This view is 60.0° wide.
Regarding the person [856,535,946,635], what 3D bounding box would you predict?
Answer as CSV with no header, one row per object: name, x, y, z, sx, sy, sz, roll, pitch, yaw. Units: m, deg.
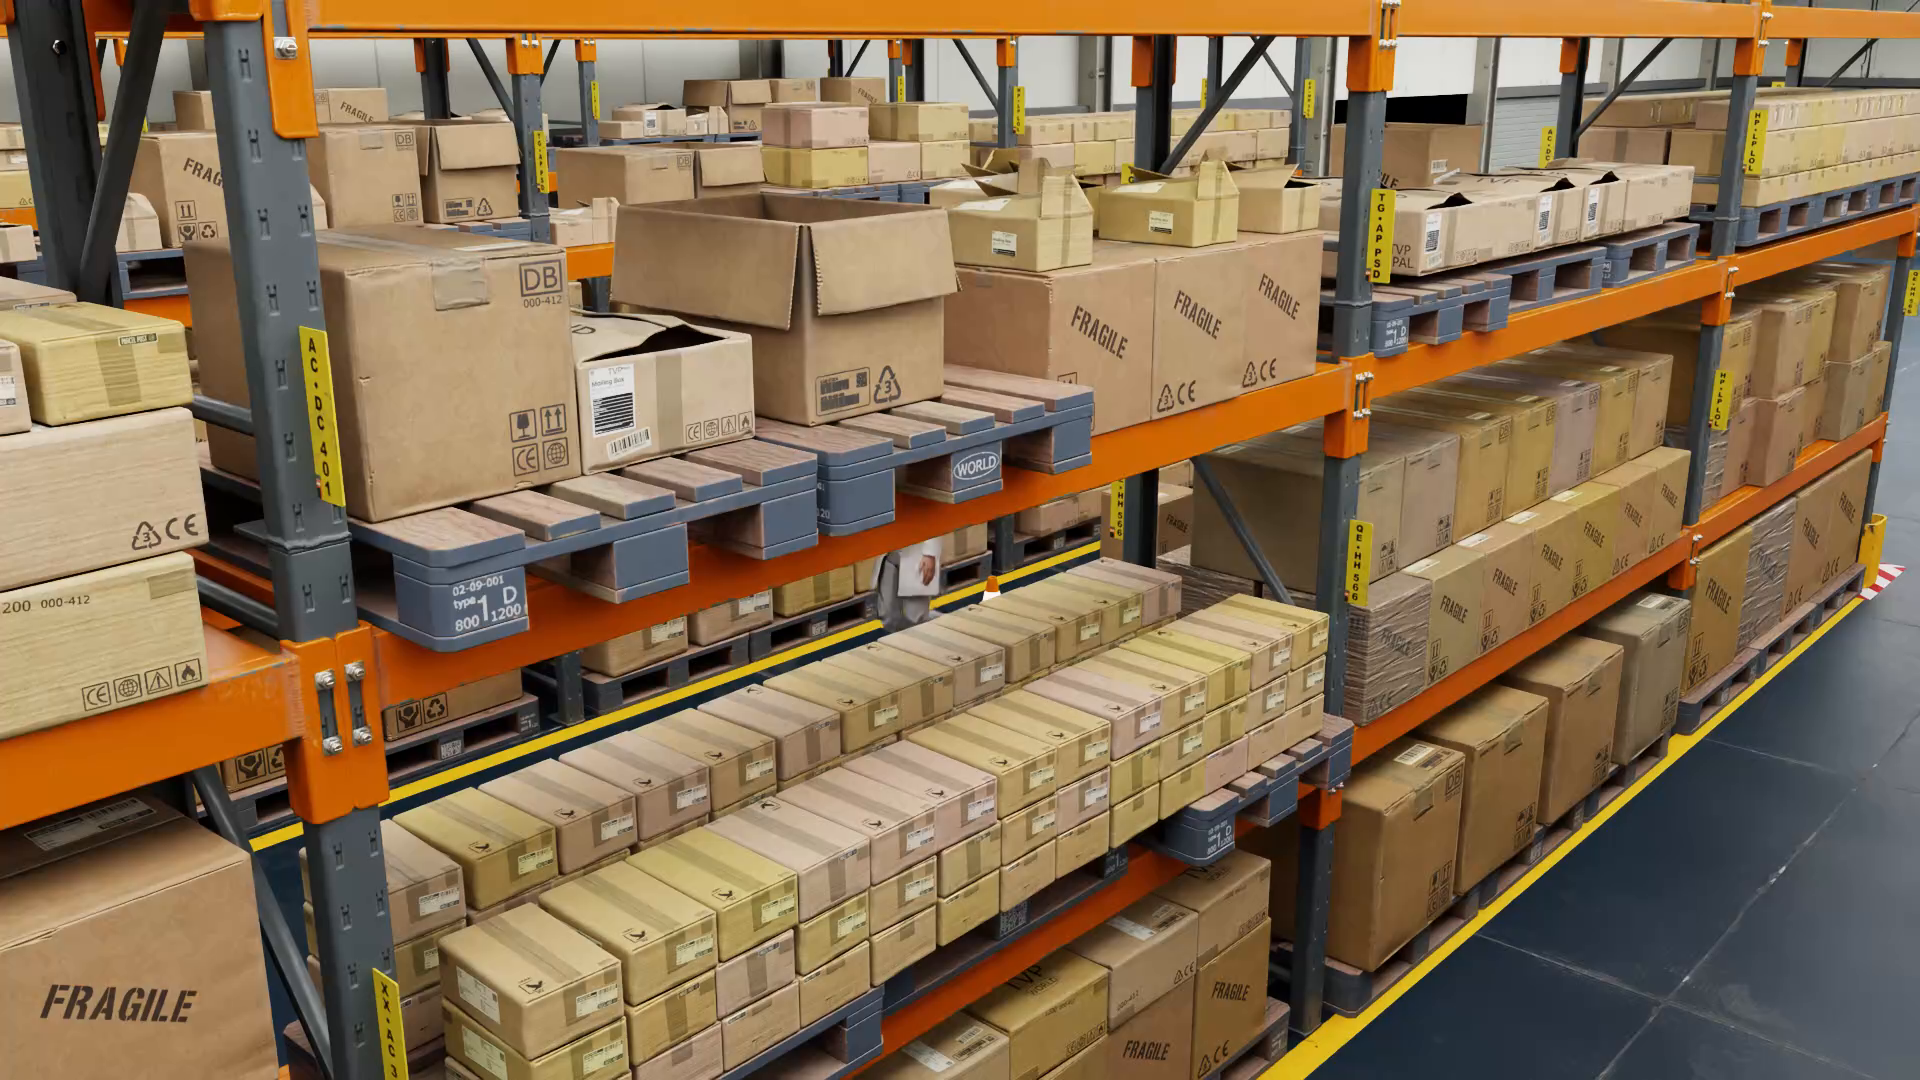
person,-0.338,0.086,10.448,0.688,1.672,0.827,14,22,39
